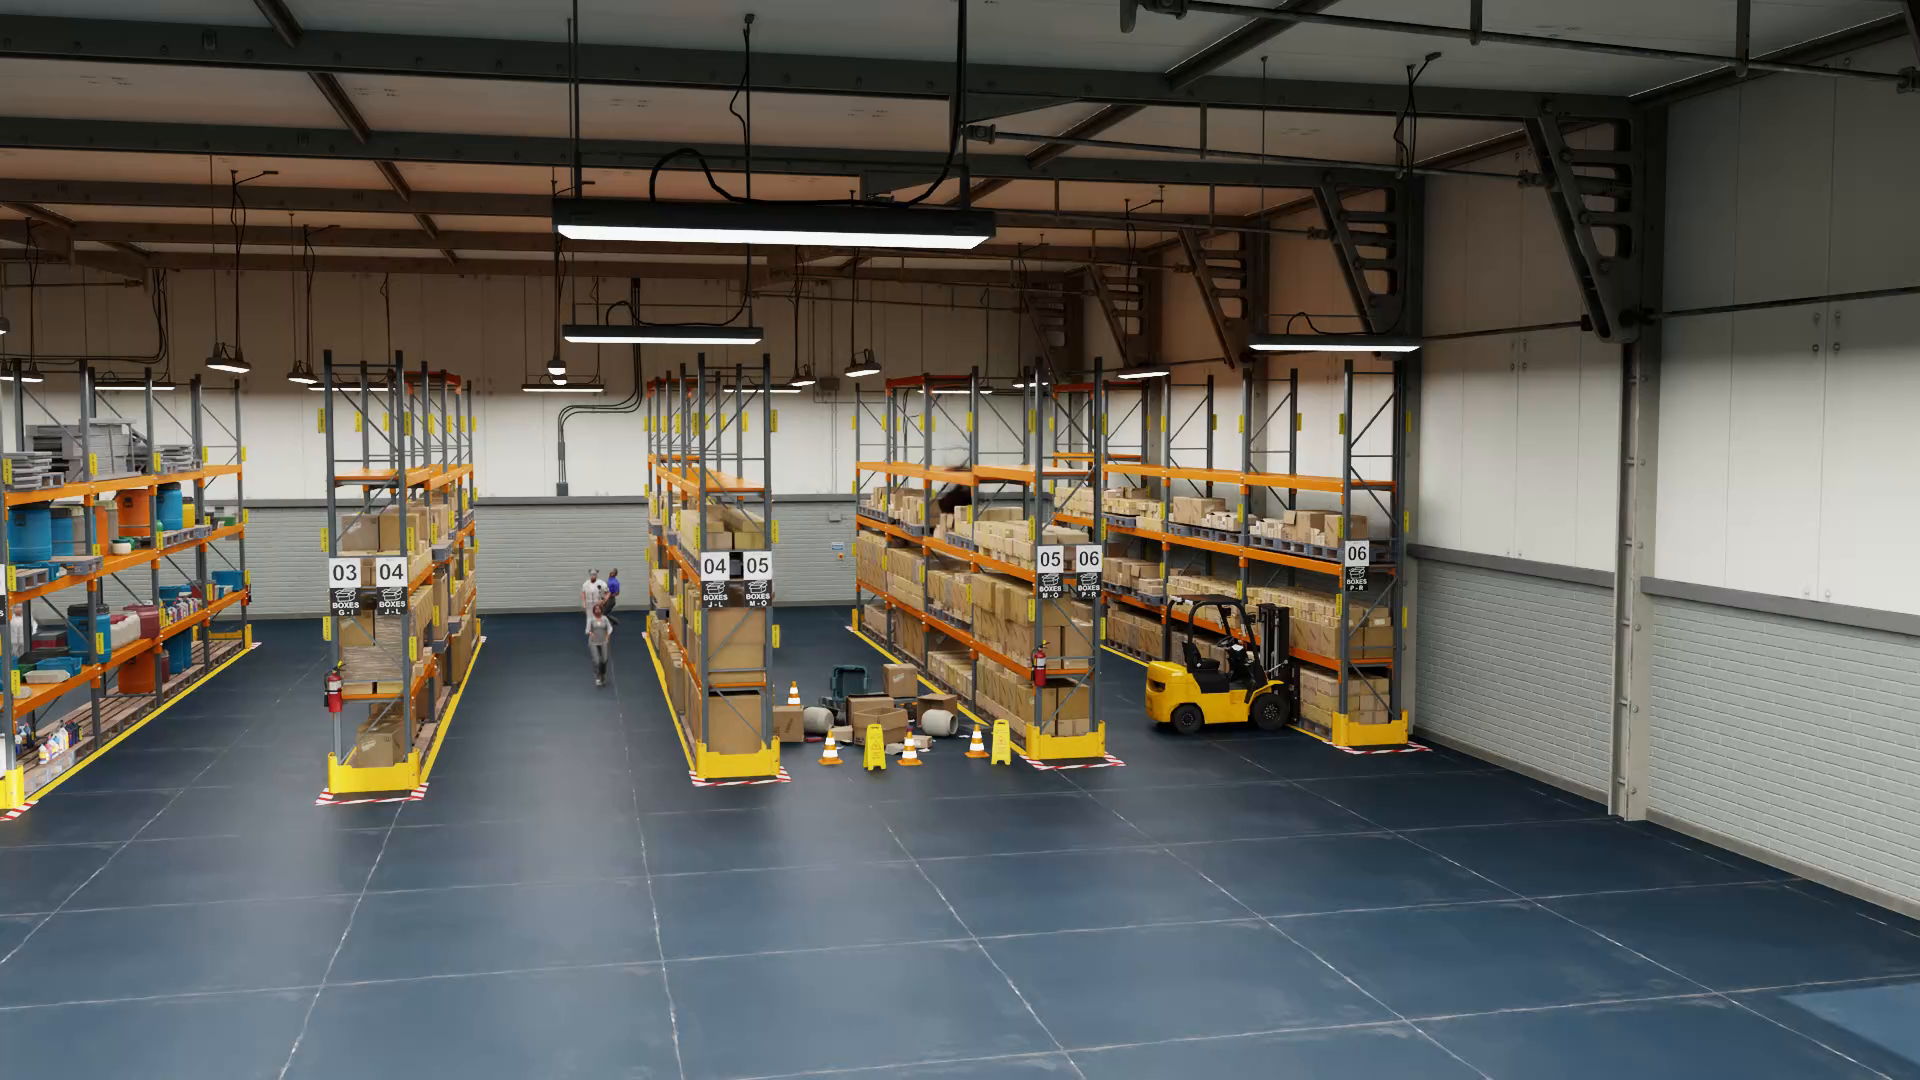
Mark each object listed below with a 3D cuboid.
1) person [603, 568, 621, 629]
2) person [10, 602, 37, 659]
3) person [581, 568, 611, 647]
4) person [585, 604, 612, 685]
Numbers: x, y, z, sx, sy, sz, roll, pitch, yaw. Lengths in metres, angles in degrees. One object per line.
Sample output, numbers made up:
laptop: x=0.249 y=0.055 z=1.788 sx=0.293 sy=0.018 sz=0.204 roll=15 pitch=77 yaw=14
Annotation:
person: x=-8.447 y=1.460 z=39.854 sx=0.600 sy=1.586 sz=0.685 roll=-2 pitch=4 yaw=-27
person: x=-17.761 y=1.983 z=31.415 sx=0.561 sy=1.721 sz=0.753 roll=-2 pitch=4 yaw=-23
person: x=-8.260 y=1.513 z=37.719 sx=0.673 sy=1.789 sz=0.728 roll=0 pitch=4 yaw=-4
person: x=-6.889 y=2.003 z=31.775 sx=0.524 sy=1.558 sz=0.537 roll=-1 pitch=4 yaw=-17
